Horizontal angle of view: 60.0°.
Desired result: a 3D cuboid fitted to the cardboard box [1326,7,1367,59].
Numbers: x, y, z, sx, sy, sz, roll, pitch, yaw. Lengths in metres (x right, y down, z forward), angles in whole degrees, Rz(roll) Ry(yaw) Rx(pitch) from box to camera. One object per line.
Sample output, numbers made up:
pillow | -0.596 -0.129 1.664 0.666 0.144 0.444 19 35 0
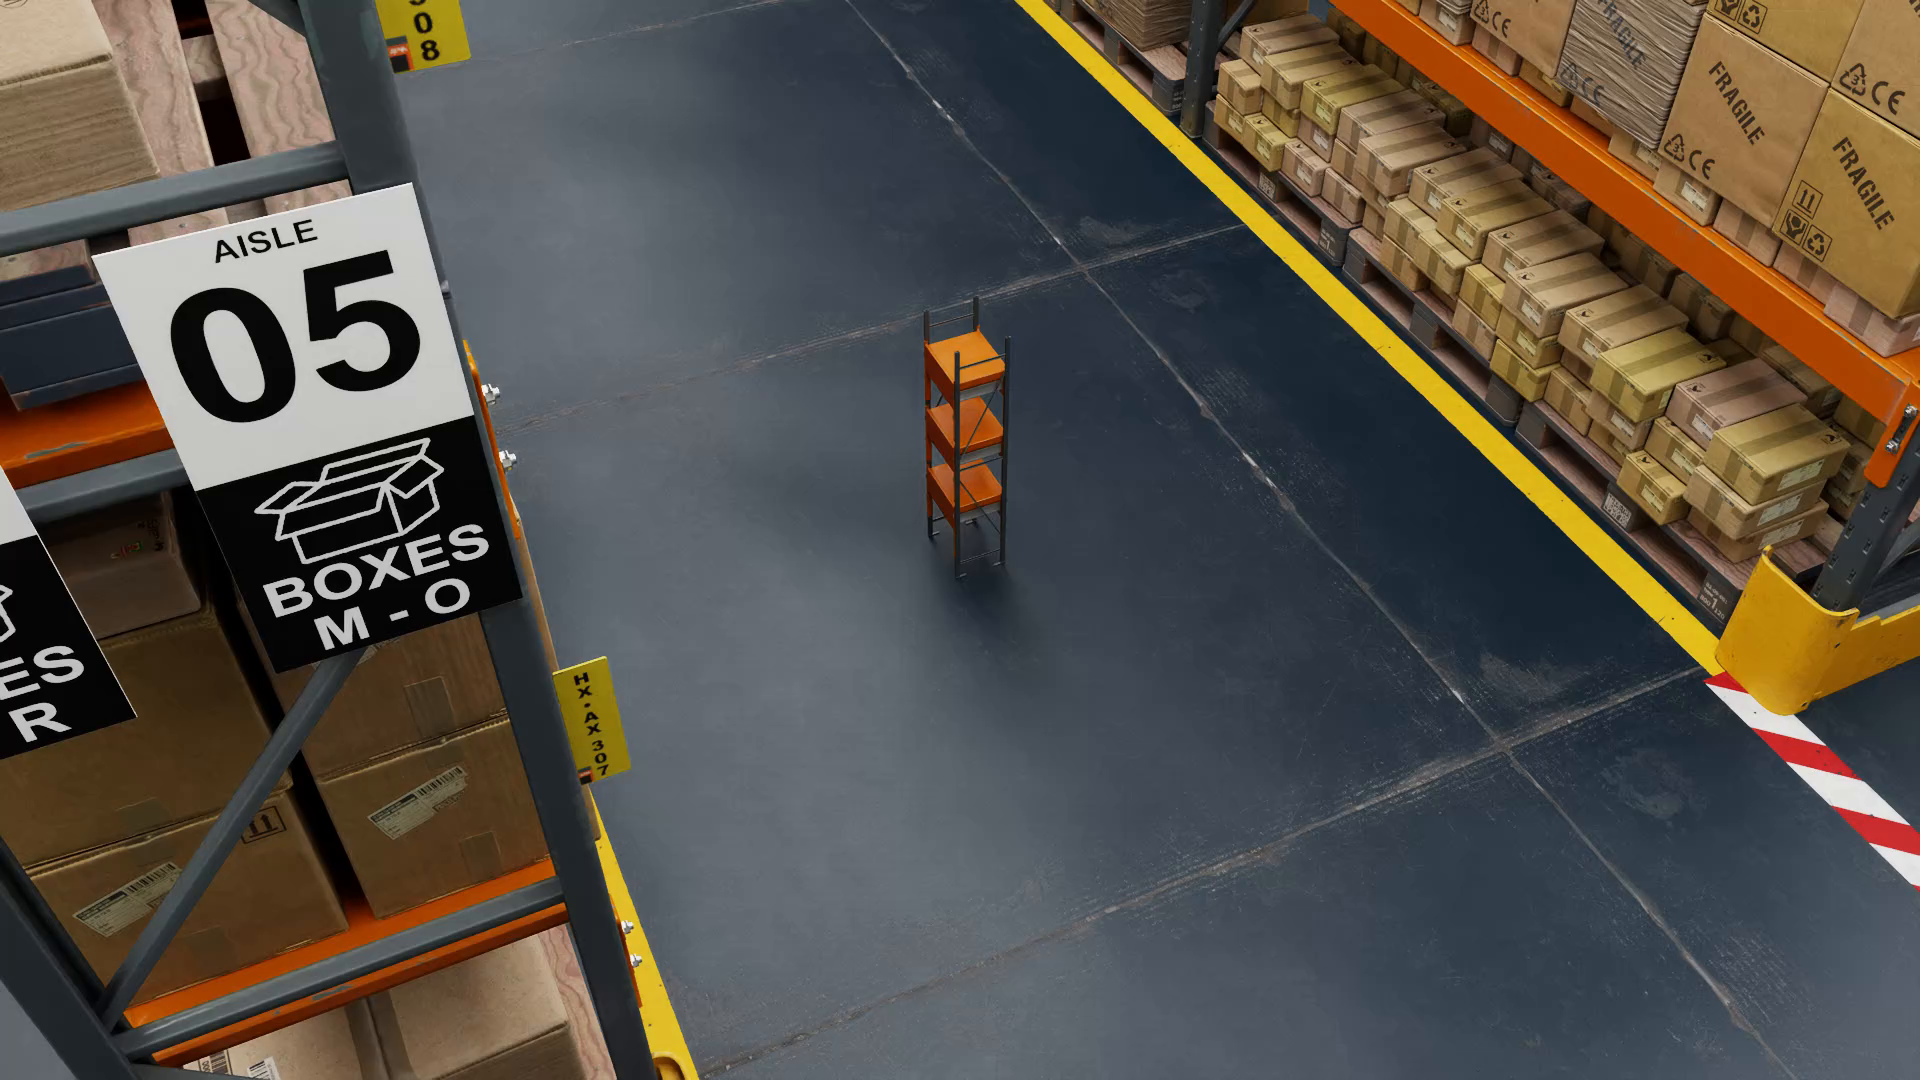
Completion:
cardboard box | 1.964 -2.435 7.889 0.380 0.149 0.250 -17 47 -16

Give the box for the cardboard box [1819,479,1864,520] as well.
cardboard box | 3.330 -0.252 6.101 0.380 0.149 0.250 -17 47 -17

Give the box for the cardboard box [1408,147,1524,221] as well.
cardboard box | 2.100 -1.469 6.911 0.380 0.149 0.250 -20 48 -19

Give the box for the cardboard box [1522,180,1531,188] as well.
cardboard box | 2.488 -1.516 7.169 0.380 0.149 0.250 -20 48 -19

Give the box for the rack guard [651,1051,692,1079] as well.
rack guard | -1.179 1.742 4.129 1.175 0.500 0.348 -18 47 -17

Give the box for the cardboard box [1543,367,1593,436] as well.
cardboard box | 2.500 -0.579 6.432 0.380 0.149 0.250 -18 47 -17

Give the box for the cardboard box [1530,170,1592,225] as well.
cardboard box | 2.584 -1.435 6.876 0.380 0.149 0.250 -18 47 -17

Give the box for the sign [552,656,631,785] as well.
sign | -0.683 0.341 3.096 0.100 0.325 0.005 -18 47 -17

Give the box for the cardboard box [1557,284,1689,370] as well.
cardboard box | 2.478 -0.787 6.219 0.380 0.149 0.250 -20 48 -19

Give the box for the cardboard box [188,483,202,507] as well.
cardboard box | -1.262 -0.239 3.112 0.380 0.149 0.250 -17 47 -16

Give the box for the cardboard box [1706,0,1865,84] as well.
cardboard box | 2.628 -1.728 4.870 0.500 0.500 0.500 -20 48 -19

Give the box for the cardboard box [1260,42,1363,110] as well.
cardboard box | 1.597 -2.111 7.561 0.380 0.149 0.250 -16 47 -15

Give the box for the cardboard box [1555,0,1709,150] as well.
cardboard box | 2.403 -1.691 5.545 0.500 0.500 0.500 -18 47 -17

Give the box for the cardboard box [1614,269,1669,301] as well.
cardboard box | 2.818 -0.997 6.644 0.380 0.149 0.250 -20 48 -19

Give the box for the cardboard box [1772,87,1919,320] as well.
cardboard box | 2.837 -1.041 4.886 0.500 0.500 0.500 -17 47 -17

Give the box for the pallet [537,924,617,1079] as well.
pallet | -1.596 1.343 4.739 1.003 0.211 1.213 -18 47 -17

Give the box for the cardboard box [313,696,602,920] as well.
cardboard box | -1.130 0.411 3.627 0.500 0.500 0.500 -18 48 -18

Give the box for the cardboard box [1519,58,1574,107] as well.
cardboard box | 2.278 -1.735 6.052 0.380 0.149 0.250 -17 47 -17

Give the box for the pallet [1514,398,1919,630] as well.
pallet | 2.918 -0.273 6.377 1.003 0.211 1.213 -18 47 -17

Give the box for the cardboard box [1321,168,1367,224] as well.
cardboard box | 1.855 -1.586 7.453 0.380 0.149 0.250 -19 48 -18

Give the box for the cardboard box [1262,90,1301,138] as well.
cardboard box | 1.628 -2.019 7.679 0.380 0.149 0.250 -18 47 -17

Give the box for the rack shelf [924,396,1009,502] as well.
rack shelf | 0.022 -0.332 5.854 0.215 0.259 0.240 -18 47 -17

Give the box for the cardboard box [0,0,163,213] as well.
cardboard box | -1.460 -0.623 2.346 0.500 0.250 0.500 -22 49 -21

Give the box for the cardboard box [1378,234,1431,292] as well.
cardboard box | 2.022 -1.231 7.093 0.380 0.149 0.250 -19 48 -18

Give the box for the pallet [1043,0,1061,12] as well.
pallet | 0.732 -3.520 9.667 1.003 0.211 1.213 -18 47 -17

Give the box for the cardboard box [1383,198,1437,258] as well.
cardboard box | 2.017 -1.339 6.991 0.380 0.149 0.250 -18 48 -18

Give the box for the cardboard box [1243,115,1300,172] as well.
cardboard box | 1.551 -1.876 7.747 0.380 0.149 0.250 -17 47 -16

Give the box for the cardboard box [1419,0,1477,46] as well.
cardboard box | 1.998 -2.047 6.368 0.380 0.149 0.250 -16 47 -16

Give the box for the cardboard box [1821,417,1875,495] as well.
cardboard box | 3.272 -0.340 5.977 0.380 0.149 0.250 -16 47 -16

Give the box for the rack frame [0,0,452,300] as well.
rack frame | -1.189 -1.298 1.159 1.000 3.000 0.127 -18 47 -17

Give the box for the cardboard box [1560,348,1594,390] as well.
cardboard box | 2.539 -0.714 6.357 0.380 0.149 0.250 -19 48 -18

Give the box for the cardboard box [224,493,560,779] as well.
cardboard box | -1.132 0.055 3.275 0.500 0.500 0.500 -19 48 -18

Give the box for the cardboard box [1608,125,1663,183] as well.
cardboard box | 2.464 -1.381 5.693 0.380 0.149 0.250 -20 48 -19

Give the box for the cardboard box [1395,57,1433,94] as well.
cardboard box | 2.218 -2.127 7.577 0.380 0.149 0.250 -18 48 -18

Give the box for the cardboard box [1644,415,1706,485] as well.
cardboard box | 2.718 -0.364 6.003 0.380 0.149 0.250 -19 48 -18

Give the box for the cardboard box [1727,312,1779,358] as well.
cardboard box | 3.133 -0.808 6.241 0.380 0.149 0.250 -18 47 -18

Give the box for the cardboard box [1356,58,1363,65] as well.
cardboard box | 1.999 -2.372 8.037 0.380 0.149 0.250 -17 47 -17

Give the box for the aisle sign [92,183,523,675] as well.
aisle sign | -0.896 -0.128 2.393 0.394 0.787 0.004 -18 47 -17

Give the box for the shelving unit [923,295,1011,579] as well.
shelving unit | 0.022 -0.340 5.847 0.215 1.050 0.252 -18 47 -17

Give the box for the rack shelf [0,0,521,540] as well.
rack shelf | -2.030 -1.249 3.757 1.077 0.370 4.000 -18 47 -17

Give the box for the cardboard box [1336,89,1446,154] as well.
cardboard box | 1.878 -1.805 7.251 0.380 0.149 0.250 -19 48 -18

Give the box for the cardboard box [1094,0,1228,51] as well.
cardboard box | 1.038 -2.895 8.529 0.500 0.500 0.500 -19 48 -18

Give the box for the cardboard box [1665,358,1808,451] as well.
cardboard box | 2.754 -0.475 5.903 0.380 0.149 0.250 -17 47 -17

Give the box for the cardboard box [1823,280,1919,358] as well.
cardboard box | 2.866 -0.724 5.027 0.380 0.149 0.250 -18 47 -17

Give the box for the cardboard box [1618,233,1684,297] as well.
cardboard box | 2.845 -1.122 6.558 0.380 0.149 0.250 -16 47 -16

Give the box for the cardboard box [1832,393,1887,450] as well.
cardboard box | 3.348 -0.470 5.898 0.380 0.149 0.250 -20 48 -19

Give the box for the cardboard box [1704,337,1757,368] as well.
cardboard box | 3.025 -0.661 6.303 0.380 0.149 0.250 -17 47 -17

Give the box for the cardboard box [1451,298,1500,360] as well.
cardboard box | 2.240 -0.903 6.760 0.380 0.149 0.250 -17 47 -17

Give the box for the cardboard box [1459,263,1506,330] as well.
cardboard box | 2.238 -1.008 6.654 0.380 0.149 0.250 -16 47 -15

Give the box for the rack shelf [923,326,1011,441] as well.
rack shelf | 0.022 -0.534 5.655 0.215 0.259 0.240 -18 47 -17

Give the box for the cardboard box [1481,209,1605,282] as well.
cardboard box | 2.304 -1.142 6.579 0.380 0.149 0.250 -20 48 -19

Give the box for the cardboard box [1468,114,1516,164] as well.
cardboard box | 2.454 -1.794 7.239 0.380 0.149 0.250 -20 48 -19

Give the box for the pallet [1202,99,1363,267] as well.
pallet | 1.892 -1.828 7.952 1.003 0.211 1.213 -18 47 -17

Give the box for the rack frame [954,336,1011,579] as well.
rack frame | 0.074 -0.262 5.768 0.200 1.050 0.008 -18 47 -17

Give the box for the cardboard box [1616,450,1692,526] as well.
cardboard box | 2.649 -0.232 6.080 0.380 0.149 0.250 -17 47 -16

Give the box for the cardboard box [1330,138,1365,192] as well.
cardboard box | 1.874 -1.701 7.357 0.380 0.149 0.250 -20 48 -19

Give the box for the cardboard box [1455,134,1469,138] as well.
cardboard box | 2.269 -1.849 7.507 0.380 0.149 0.250 -18 47 -17

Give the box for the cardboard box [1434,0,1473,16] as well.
cardboard box | 1.951 -2.345 6.208 0.500 0.500 0.500 -19 48 -18

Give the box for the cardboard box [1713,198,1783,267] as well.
cardboard box | 2.676 -1.049 5.356 0.380 0.149 0.250 -18 48 -18

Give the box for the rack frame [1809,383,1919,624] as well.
rack frame | 3.260 -0.689 4.813 1.000 3.000 0.127 -18 47 -17
